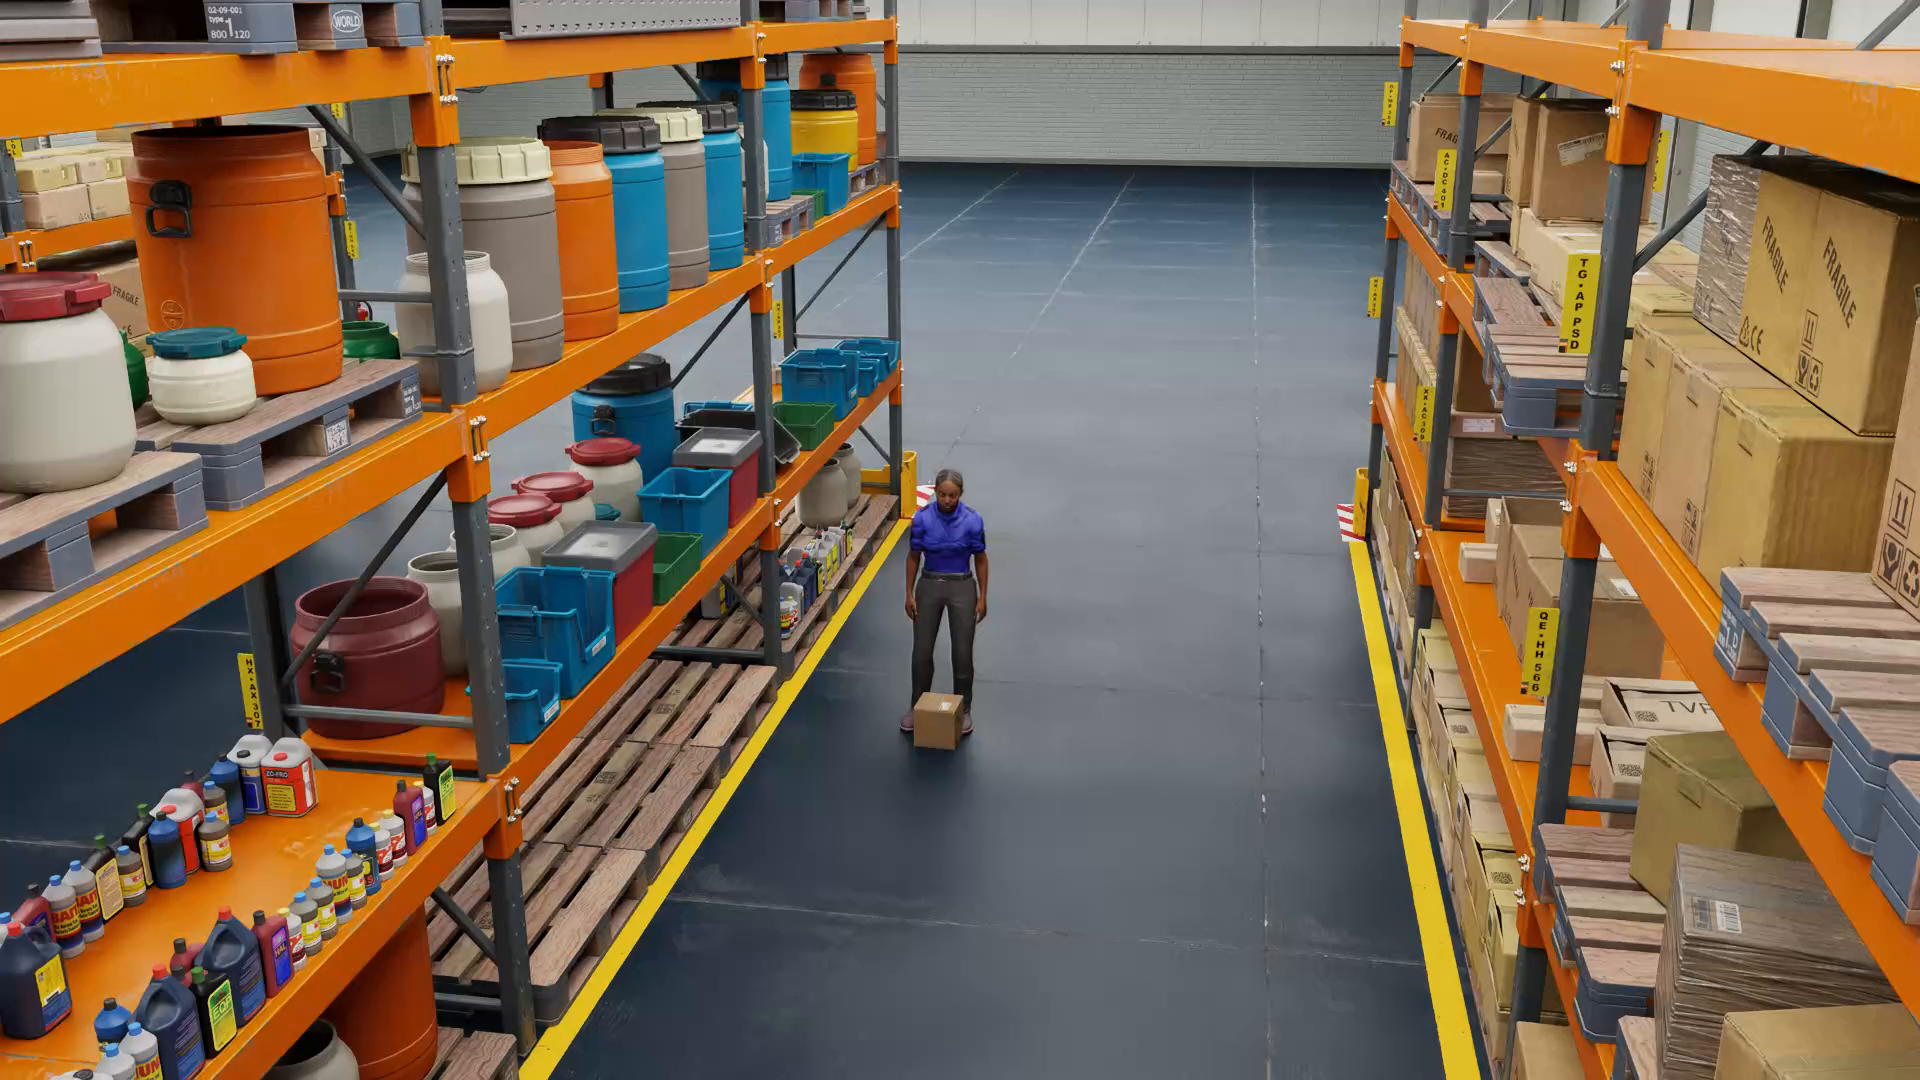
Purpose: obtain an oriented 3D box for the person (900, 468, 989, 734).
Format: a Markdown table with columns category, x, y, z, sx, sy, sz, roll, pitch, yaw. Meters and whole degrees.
| category | x | y | z | sx | sy | sz | roll | pitch | yaw |
| --- | --- | --- | --- | --- | --- | --- | --- | --- | --- |
| person | -0.096 | 0.347 | 9.996 | 0.530 | 1.653 | 0.352 | 2 | 18 | 5 |
